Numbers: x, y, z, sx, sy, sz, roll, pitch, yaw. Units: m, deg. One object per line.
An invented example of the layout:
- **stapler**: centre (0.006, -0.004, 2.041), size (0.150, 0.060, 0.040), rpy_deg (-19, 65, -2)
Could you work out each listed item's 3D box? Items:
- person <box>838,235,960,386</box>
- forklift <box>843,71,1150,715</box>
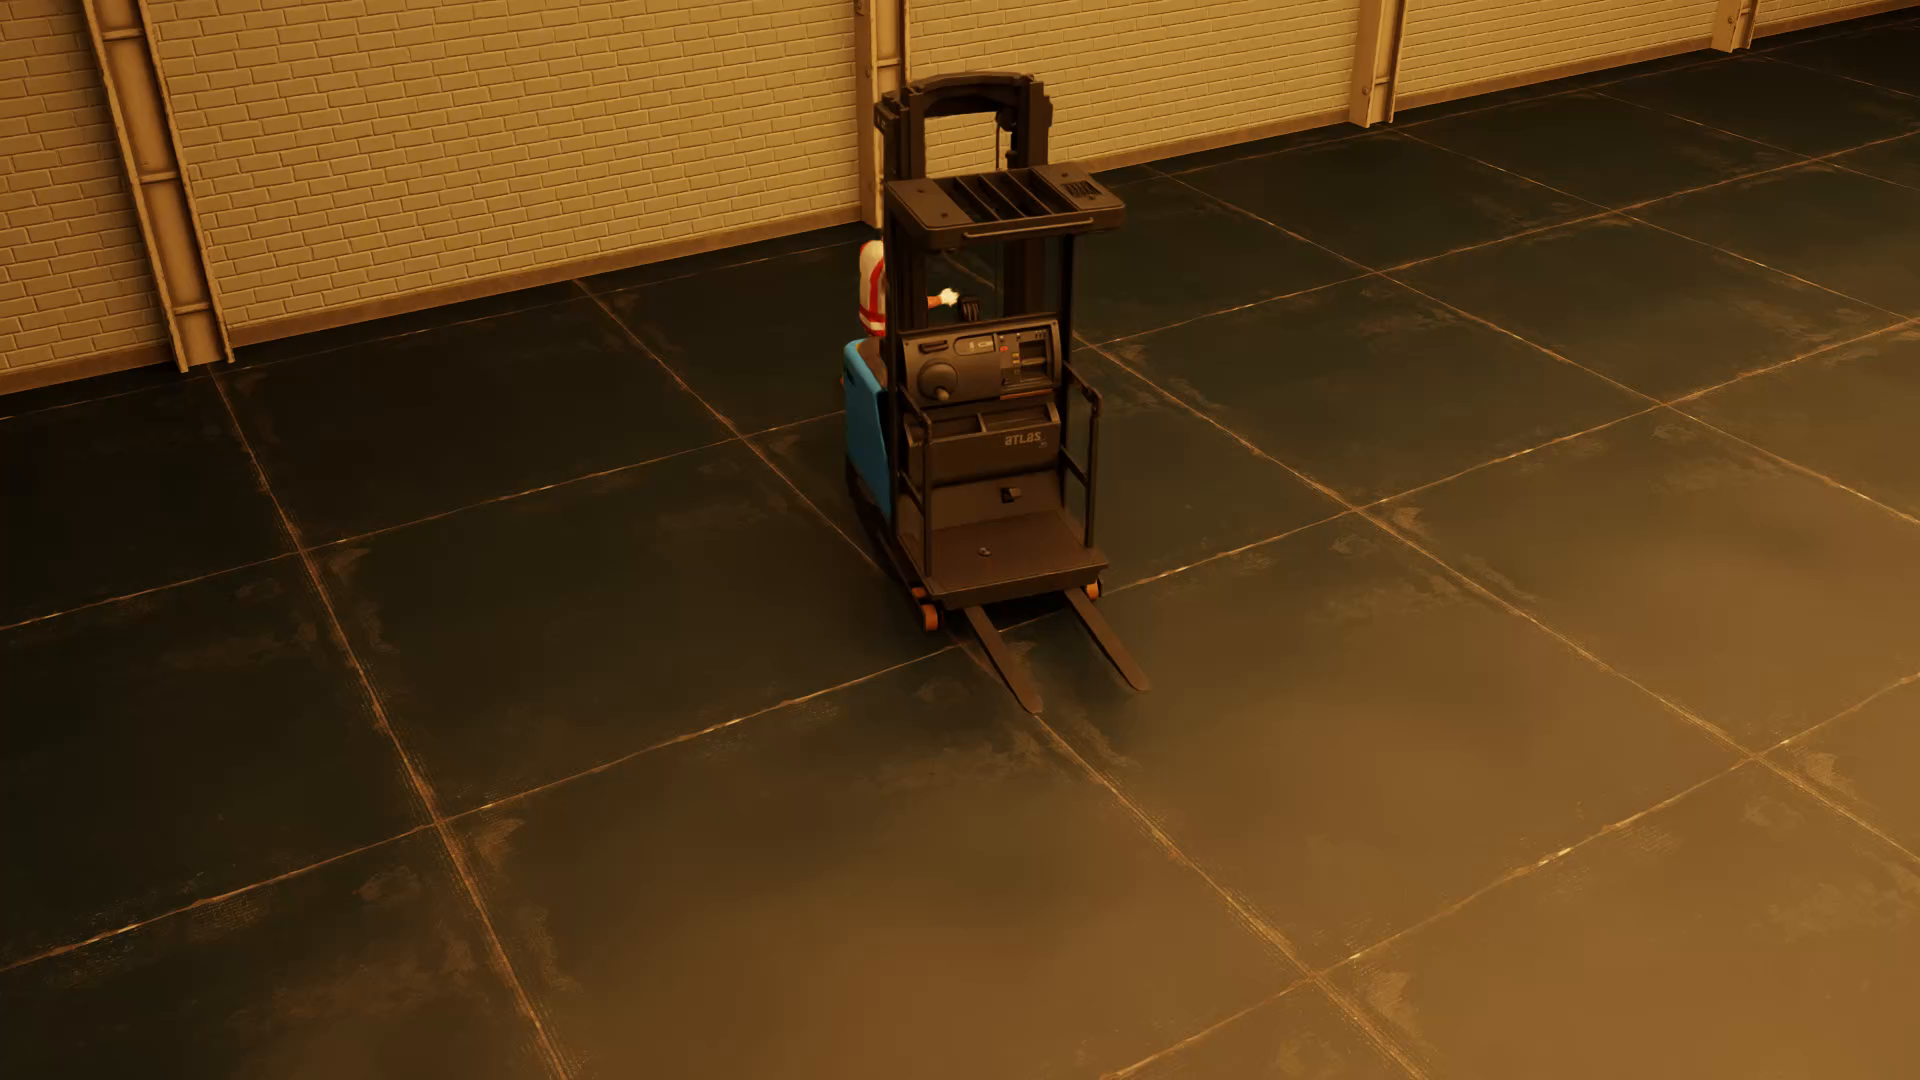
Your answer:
- **person**: centre (-0.361, -1.595, 11.648), size (0.755, 1.552, 1.283), rpy_deg (-14, 33, -21)
- **forklift**: centre (0.199, -0.961, 9.252), size (1.130, 2.935, 3.031), rpy_deg (-10, 32, -16)
